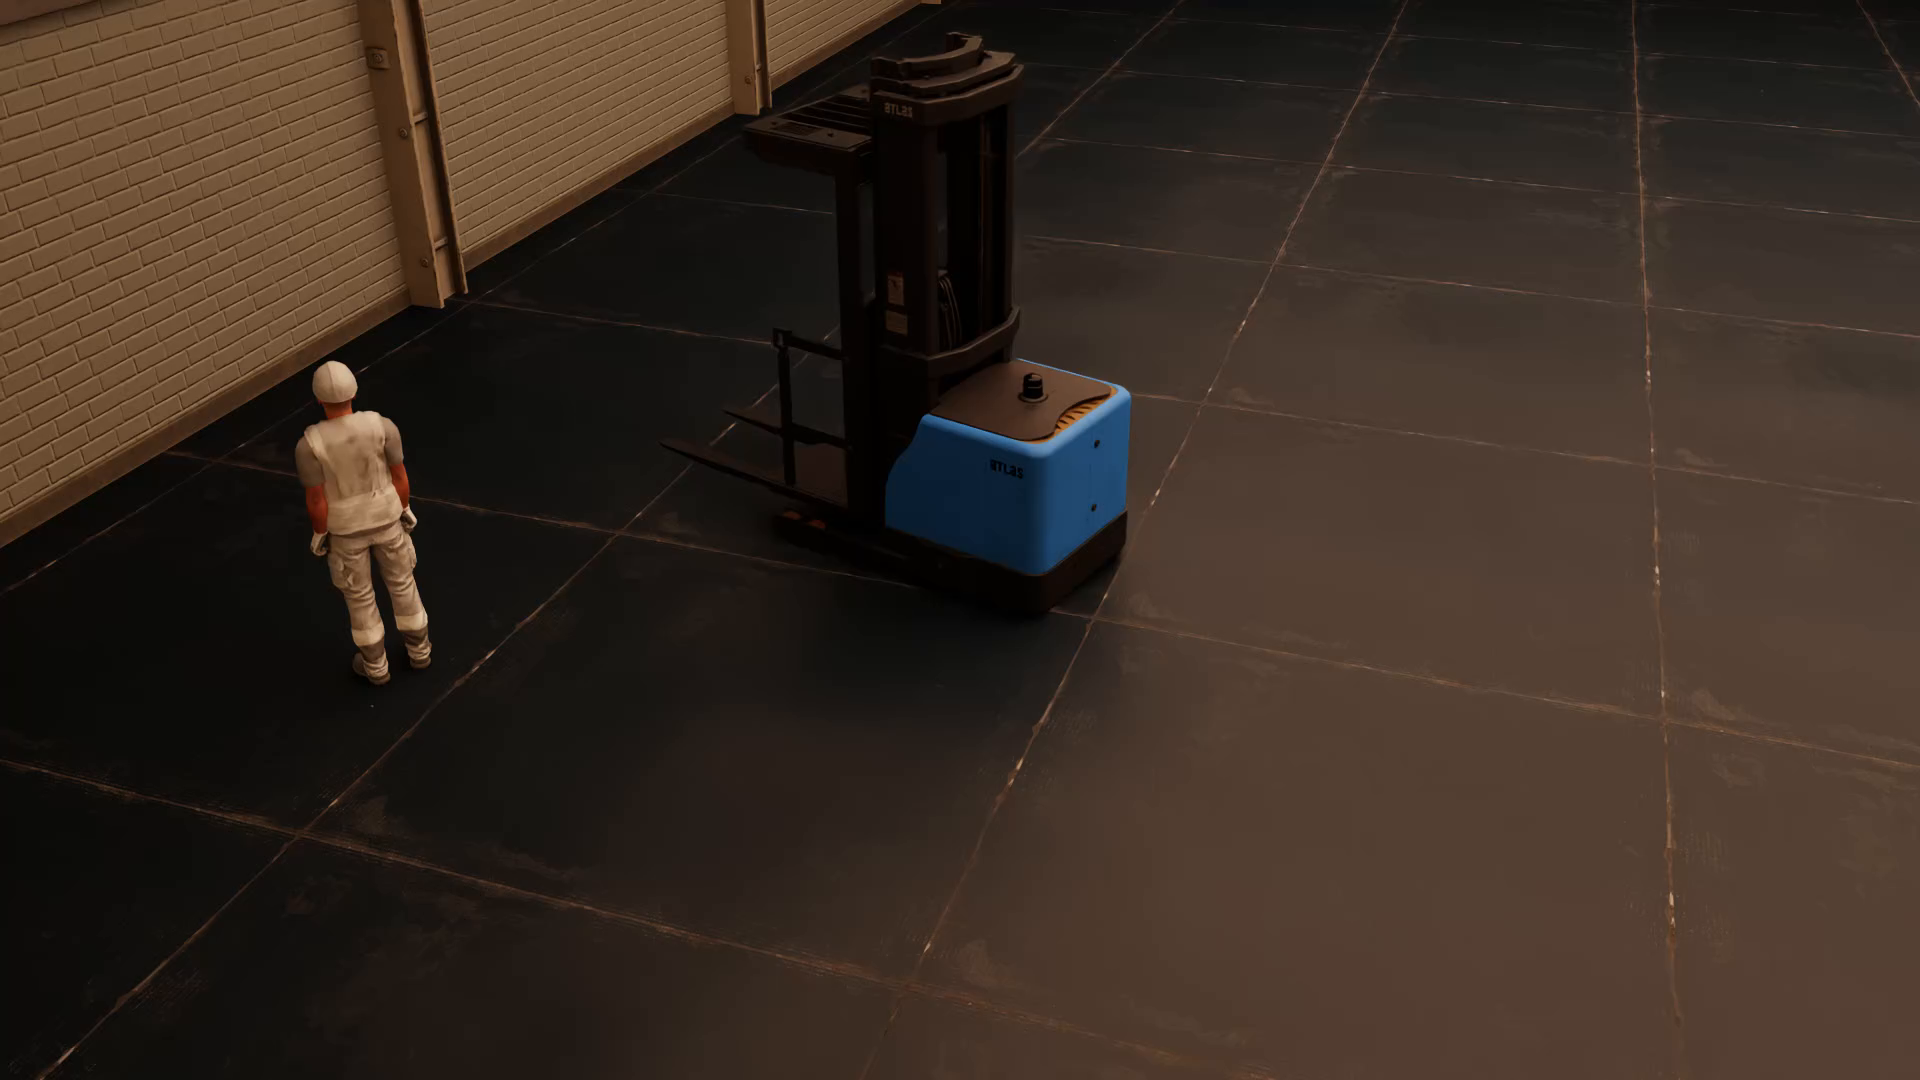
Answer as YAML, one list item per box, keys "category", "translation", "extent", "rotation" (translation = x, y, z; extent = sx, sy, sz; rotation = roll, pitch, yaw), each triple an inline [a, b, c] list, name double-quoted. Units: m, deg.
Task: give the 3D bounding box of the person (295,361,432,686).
- category: "person"
  translation: [-3.043, -0.089, 8.445]
  extent: [0.534, 1.795, 0.371]
  rotation: [-19, 35, -29]

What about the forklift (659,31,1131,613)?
- category: "forklift"
  translation: [-0.516, -1.424, 9.635]
  extent: [3.031, 2.935, 1.130]
  rotation: [19, 35, 30]
